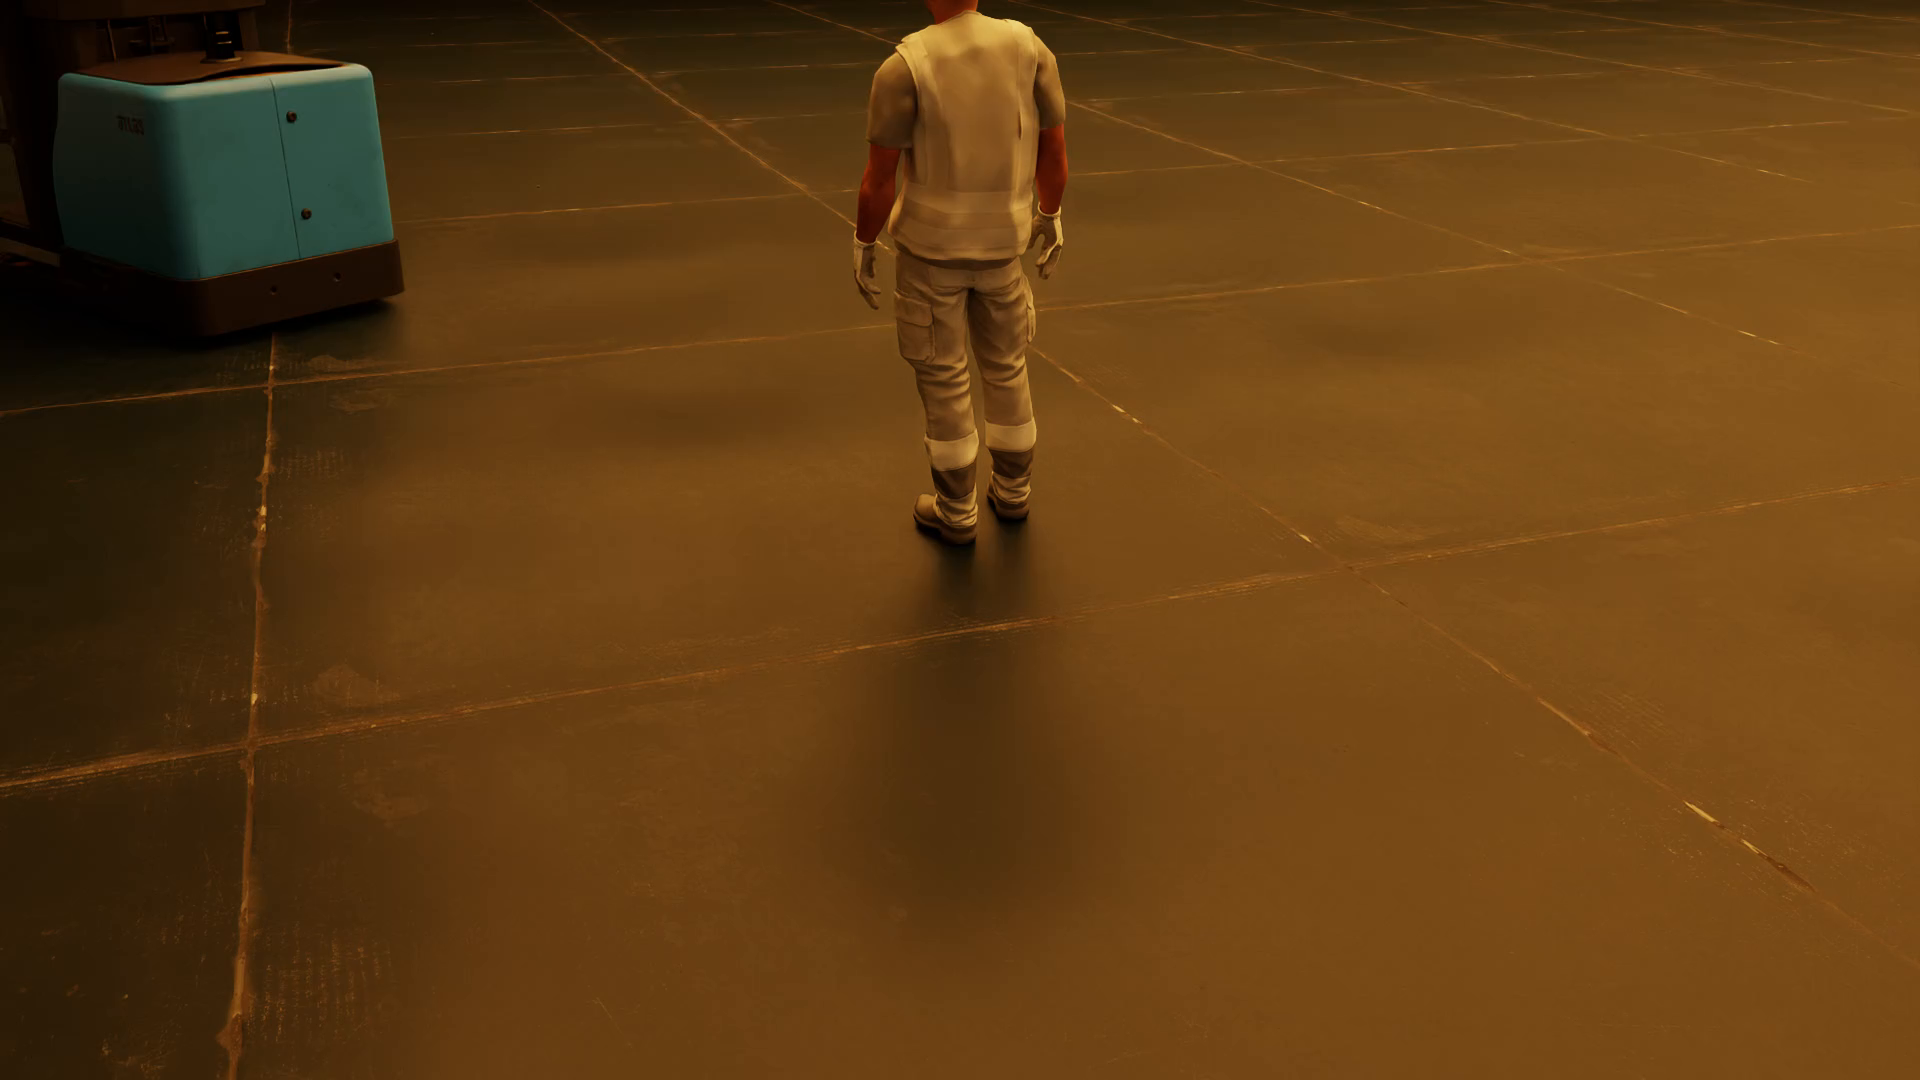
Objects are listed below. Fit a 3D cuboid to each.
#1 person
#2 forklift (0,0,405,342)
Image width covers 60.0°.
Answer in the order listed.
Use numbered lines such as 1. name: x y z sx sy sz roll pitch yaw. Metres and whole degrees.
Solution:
1. person: -0.016 -0.863 4.804 0.637 1.790 0.562 -8 24 -18
2. forklift: -4.006 -2.633 7.559 3.031 2.935 1.130 17 28 35
